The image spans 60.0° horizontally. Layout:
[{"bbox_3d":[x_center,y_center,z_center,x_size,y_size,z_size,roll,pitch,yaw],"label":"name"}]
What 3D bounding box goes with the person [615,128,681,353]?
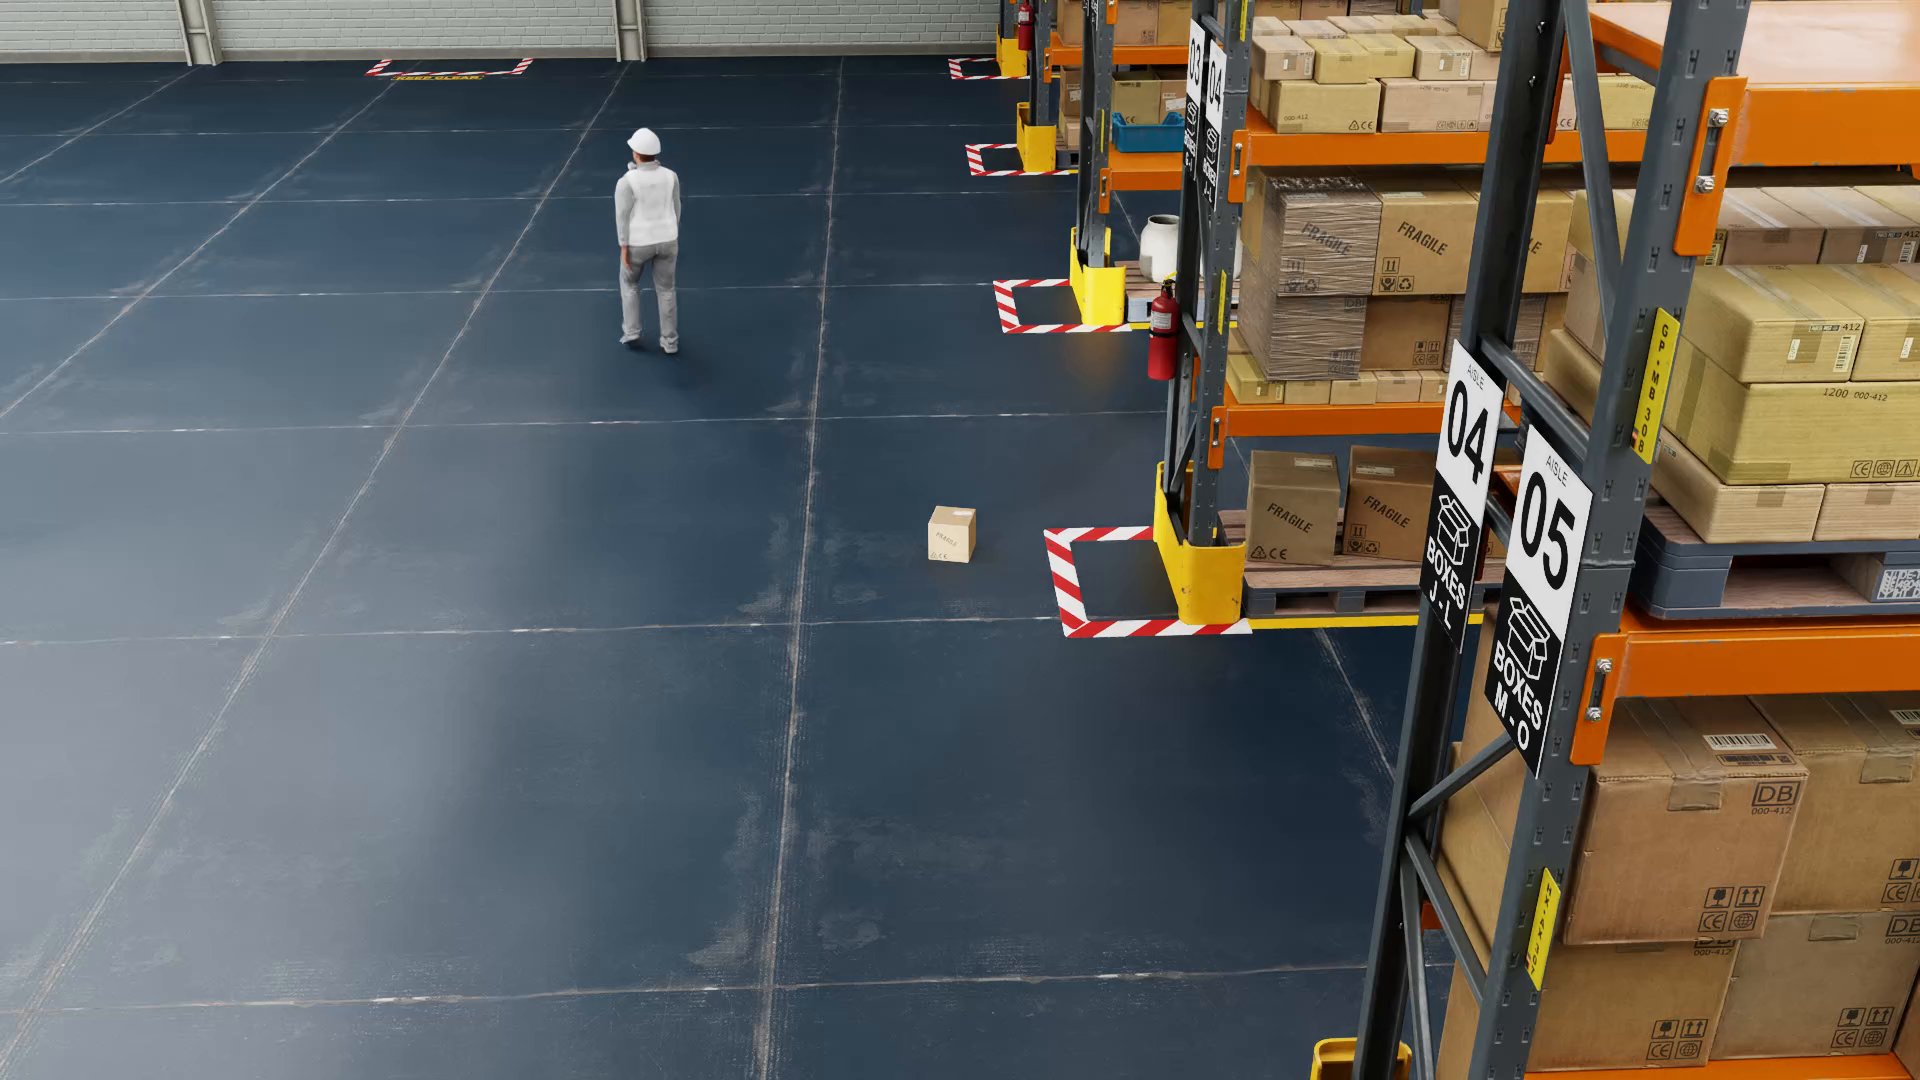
[{"bbox_3d":[-2.464,-2.355,13.174,0.561,1.827,0.628,-13,30,-23],"label":"person"}]
